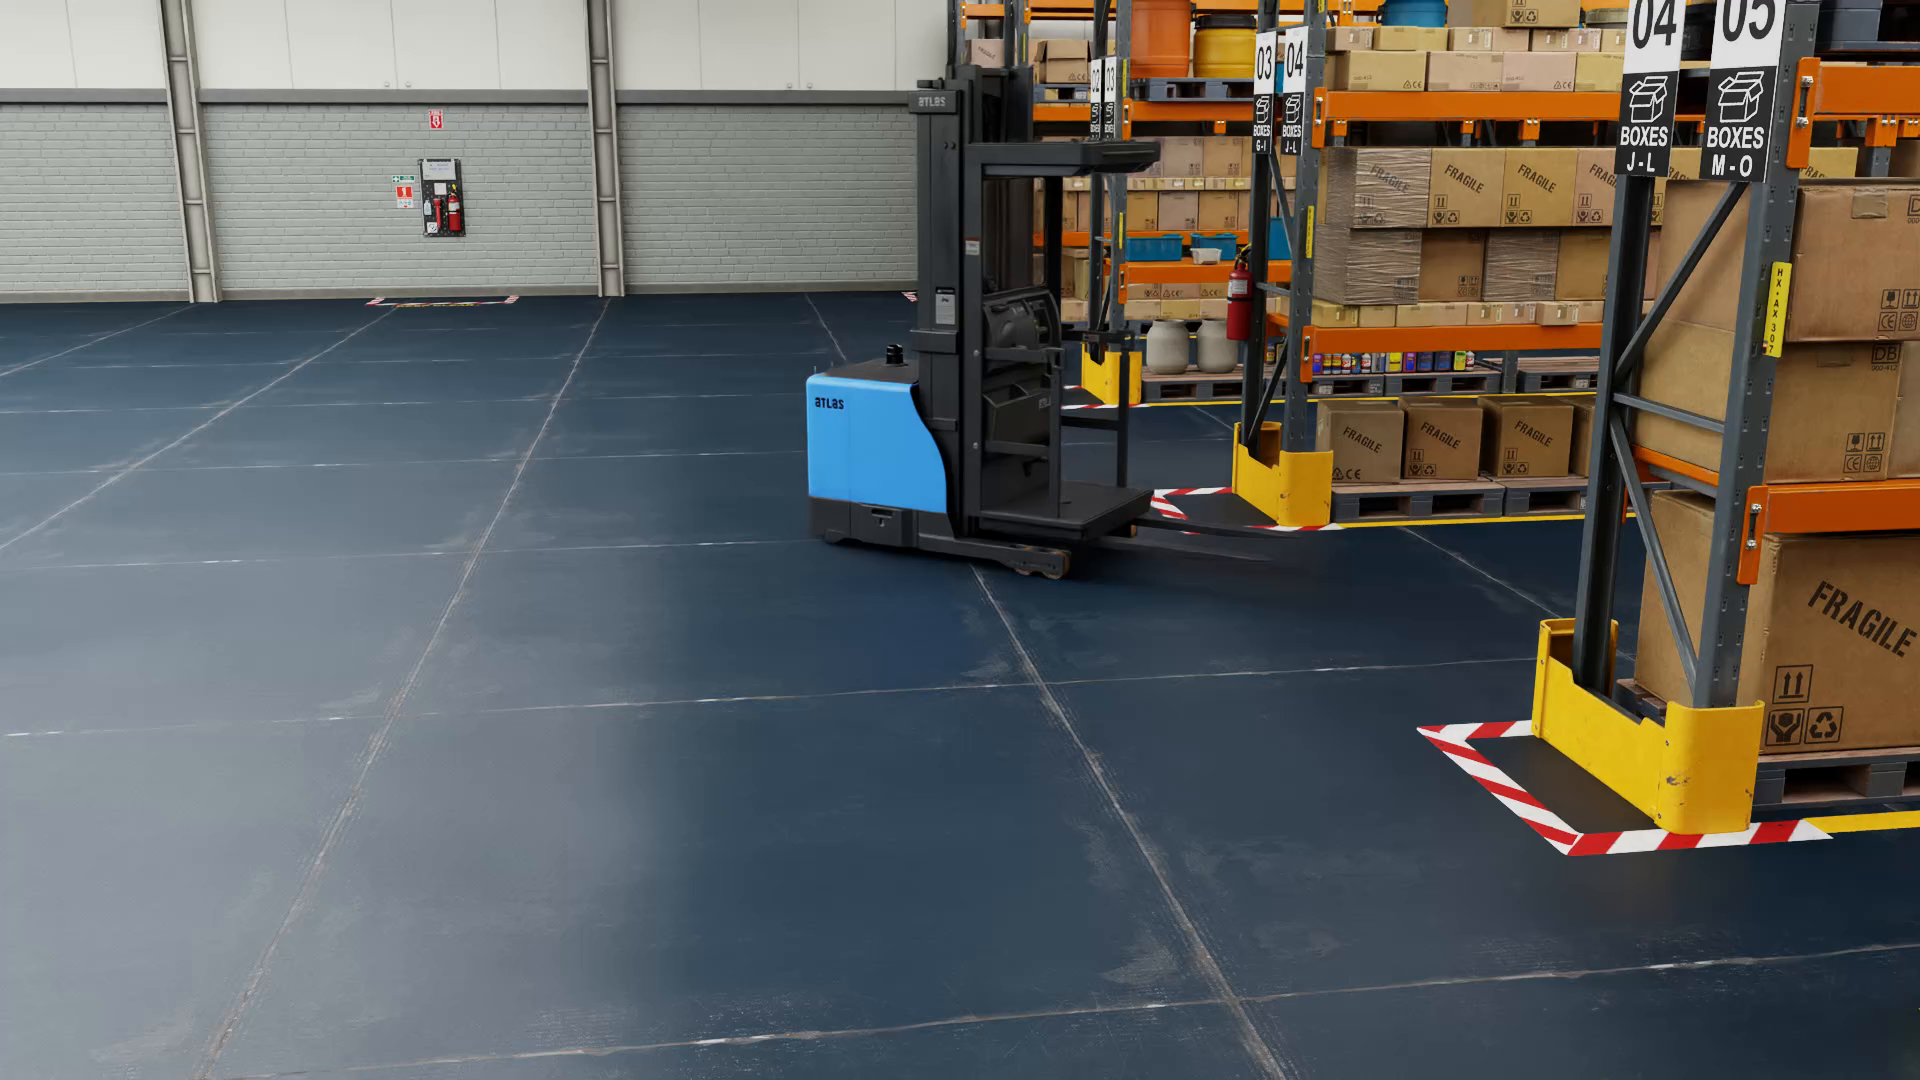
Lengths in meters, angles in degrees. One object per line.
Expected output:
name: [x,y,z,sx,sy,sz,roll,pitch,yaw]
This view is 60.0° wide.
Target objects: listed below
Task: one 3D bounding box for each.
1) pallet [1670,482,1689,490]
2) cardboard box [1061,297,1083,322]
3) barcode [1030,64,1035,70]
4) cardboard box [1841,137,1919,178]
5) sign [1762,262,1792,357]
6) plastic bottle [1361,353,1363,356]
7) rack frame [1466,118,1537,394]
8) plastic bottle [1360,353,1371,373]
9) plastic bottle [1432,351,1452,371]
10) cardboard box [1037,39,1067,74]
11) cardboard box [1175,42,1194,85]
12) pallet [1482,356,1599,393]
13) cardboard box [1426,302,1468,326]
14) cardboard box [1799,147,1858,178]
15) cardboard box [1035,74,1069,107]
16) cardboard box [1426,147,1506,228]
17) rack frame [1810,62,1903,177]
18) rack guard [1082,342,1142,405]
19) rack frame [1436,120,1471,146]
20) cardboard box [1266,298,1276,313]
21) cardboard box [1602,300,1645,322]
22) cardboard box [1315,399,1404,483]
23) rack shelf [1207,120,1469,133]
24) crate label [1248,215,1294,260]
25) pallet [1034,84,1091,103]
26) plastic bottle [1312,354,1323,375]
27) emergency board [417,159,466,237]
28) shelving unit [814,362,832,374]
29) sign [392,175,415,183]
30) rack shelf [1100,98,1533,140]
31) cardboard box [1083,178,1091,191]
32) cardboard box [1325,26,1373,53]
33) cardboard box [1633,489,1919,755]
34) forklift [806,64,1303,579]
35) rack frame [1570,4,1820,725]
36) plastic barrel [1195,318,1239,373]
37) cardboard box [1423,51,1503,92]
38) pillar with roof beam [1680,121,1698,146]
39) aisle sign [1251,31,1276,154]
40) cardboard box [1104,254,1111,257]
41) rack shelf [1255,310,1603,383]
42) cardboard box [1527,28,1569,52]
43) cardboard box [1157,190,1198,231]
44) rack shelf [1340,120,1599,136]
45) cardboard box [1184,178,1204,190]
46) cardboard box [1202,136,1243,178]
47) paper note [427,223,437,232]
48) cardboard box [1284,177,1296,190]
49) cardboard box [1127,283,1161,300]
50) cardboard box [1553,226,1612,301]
pallet: [5.452,-0.442,12.050,1.213,0.211,1.003,-2,14,-8]
cardboard box: [1.246,-2.901,20.914,0.500,0.250,0.500,-2,14,-8]
barcode: [0.909,-5.929,20.837,0.075,0.075,0.001,-2,14,-8]
cardboard box: [6.917,-2.317,11.699,1.000,1.000,1.000,-2,14,-8]
sign: [2.871,-0.810,5.844,0.005,0.325,0.100,-2,14,-8]
plastic bottle: [4.156,-1.982,17.140,0.133,0.283,0.061,-1,14,-6]
rack frame: [5.373,-3.019,16.593,0.127,3.000,1.000,-2,14,-8]
plastic bottle: [3.996,-1.748,16.373,0.097,0.201,0.097,0,14,0]
plastic bottle: [4.779,-1.855,16.492,0.185,0.351,0.144,-2,14,-10]
cardboard box: [1.367,-7.238,24.947,0.500,0.500,0.500,-2,14,-7]
cardboard box: [2.991,-5.958,20.782,0.637,0.503,0.797,-1,14,-2]
pallet: [6.143,-1.704,17.083,1.213,0.211,1.003,-2,14,-8]
cardboard box: [3.216,-1.538,11.203,0.250,0.149,0.380,-2,14,-8]
cardboard box: [5.706,-2.423,11.343,0.500,0.500,0.500,-2,14,-8]
cardboard box: [1.358,-6.753,25.068,0.500,0.500,0.500,-1,14,-6]
cardboard box: [3.235,-2.331,10.978,0.500,0.500,0.500,-2,14,-8]
rack frame: [6.110,-1.827,11.842,0.127,3.000,1.000,-2,14,-8]
rack guard: [1.485,-1.675,16.375,0.348,0.500,1.175,-2,14,-8]
rack frame: [7.852,-5.547,26.673,0.127,3.000,1.000,-2,14,-8]
cardboard box: [3.716,-2.995,21.288,0.500,0.250,0.500,-2,14,-8]
cardboard box: [4.456,-1.576,11.357,0.250,0.149,0.380,-2,14,-8]
cardboard box: [2.775,-0.692,11.591,0.500,0.500,0.500,1,14,2]
rack shelf: [5.874,-6.580,26.107,4.000,0.370,1.077,-2,14,-8]
crate label: [3.197,-3.023,16.536,0.616,0.435,0.502,-2,14,-8]
pallet: [1.386,-5.497,20.489,1.213,0.211,1.003,-2,14,-8]
plastic bottle: [3.483,-1.764,16.270,0.133,0.283,0.061,-2,14,-7]
emergency board: [-7.878,-5.193,25.260,0.643,1.169,0.194,-2,14,-8]
shelving unit: [-0.806,-0.654,11.170,0.252,1.050,0.215,8,16,28]
sign: [-8.434,-5.470,25.203,0.331,0.109,0.001,-2,14,-8]
rack shelf: [3.395,-4.052,16.026,4.000,0.370,1.077,-2,14,-8]
cardboard box: [1.611,-4.410,20.601,0.250,0.149,0.380,-2,14,-8]
cardboard box: [2.462,-3.212,10.687,0.250,0.149,0.380,-2,14,-9]
cardboard box: [3.455,0.301,6.861,0.875,0.875,0.875,-2,14,-8]
forklift: [0.560,-1.338,10.033,3.031,2.935,1.130,8,16,28]
rack frame: [2.794,-0.486,6.492,0.127,3.000,1.000,-2,14,-8]
plastic barrel: [2.552,-1.931,16.507,0.421,0.512,0.421,0,14,0]
cardboard box: [3.179,-3.040,10.820,0.500,0.250,0.500,-2,14,-10]
pillar with roof beam: [13.012,-7.800,23.323,0.400,9.000,9.100,-2,14,-8]
aisle sign: [2.049,-3.013,11.227,0.004,0.787,0.394,-2,14,-8]
cardboard box: [2.156,-3.430,21.480,0.500,0.500,0.500,-2,14,-8]
rack shelf: [4.133,-1.406,11.641,4.000,0.370,1.077,-2,14,-8]
cardboard box: [3.753,-3.251,10.842,0.250,0.149,0.380,-3,14,-11]
cardboard box: [2.677,-4.185,21.036,0.500,0.500,0.700,-2,14,-7]
rack shelf: [6.616,-5.389,21.356,4.000,0.370,1.077,-2,14,-8]
cardboard box: [2.883,-4.456,20.785,0.250,0.149,0.380,-2,14,-6]
cardboard box: [3.206,-4.834,20.958,0.500,0.500,0.700,-2,14,-8]
paper note: [-8.063,-4.775,25.408,0.142,0.148,0.016,-2,14,-8]
cardboard box: [4.157,-4.504,20.975,0.250,0.149,0.380,-2,14,-9]
cardboard box: [2.233,-3.305,20.981,0.500,0.500,0.500,-2,14,-8]
cardboard box: [4.177,-1.959,11.548,0.500,0.500,0.875,-2,14,-8]
